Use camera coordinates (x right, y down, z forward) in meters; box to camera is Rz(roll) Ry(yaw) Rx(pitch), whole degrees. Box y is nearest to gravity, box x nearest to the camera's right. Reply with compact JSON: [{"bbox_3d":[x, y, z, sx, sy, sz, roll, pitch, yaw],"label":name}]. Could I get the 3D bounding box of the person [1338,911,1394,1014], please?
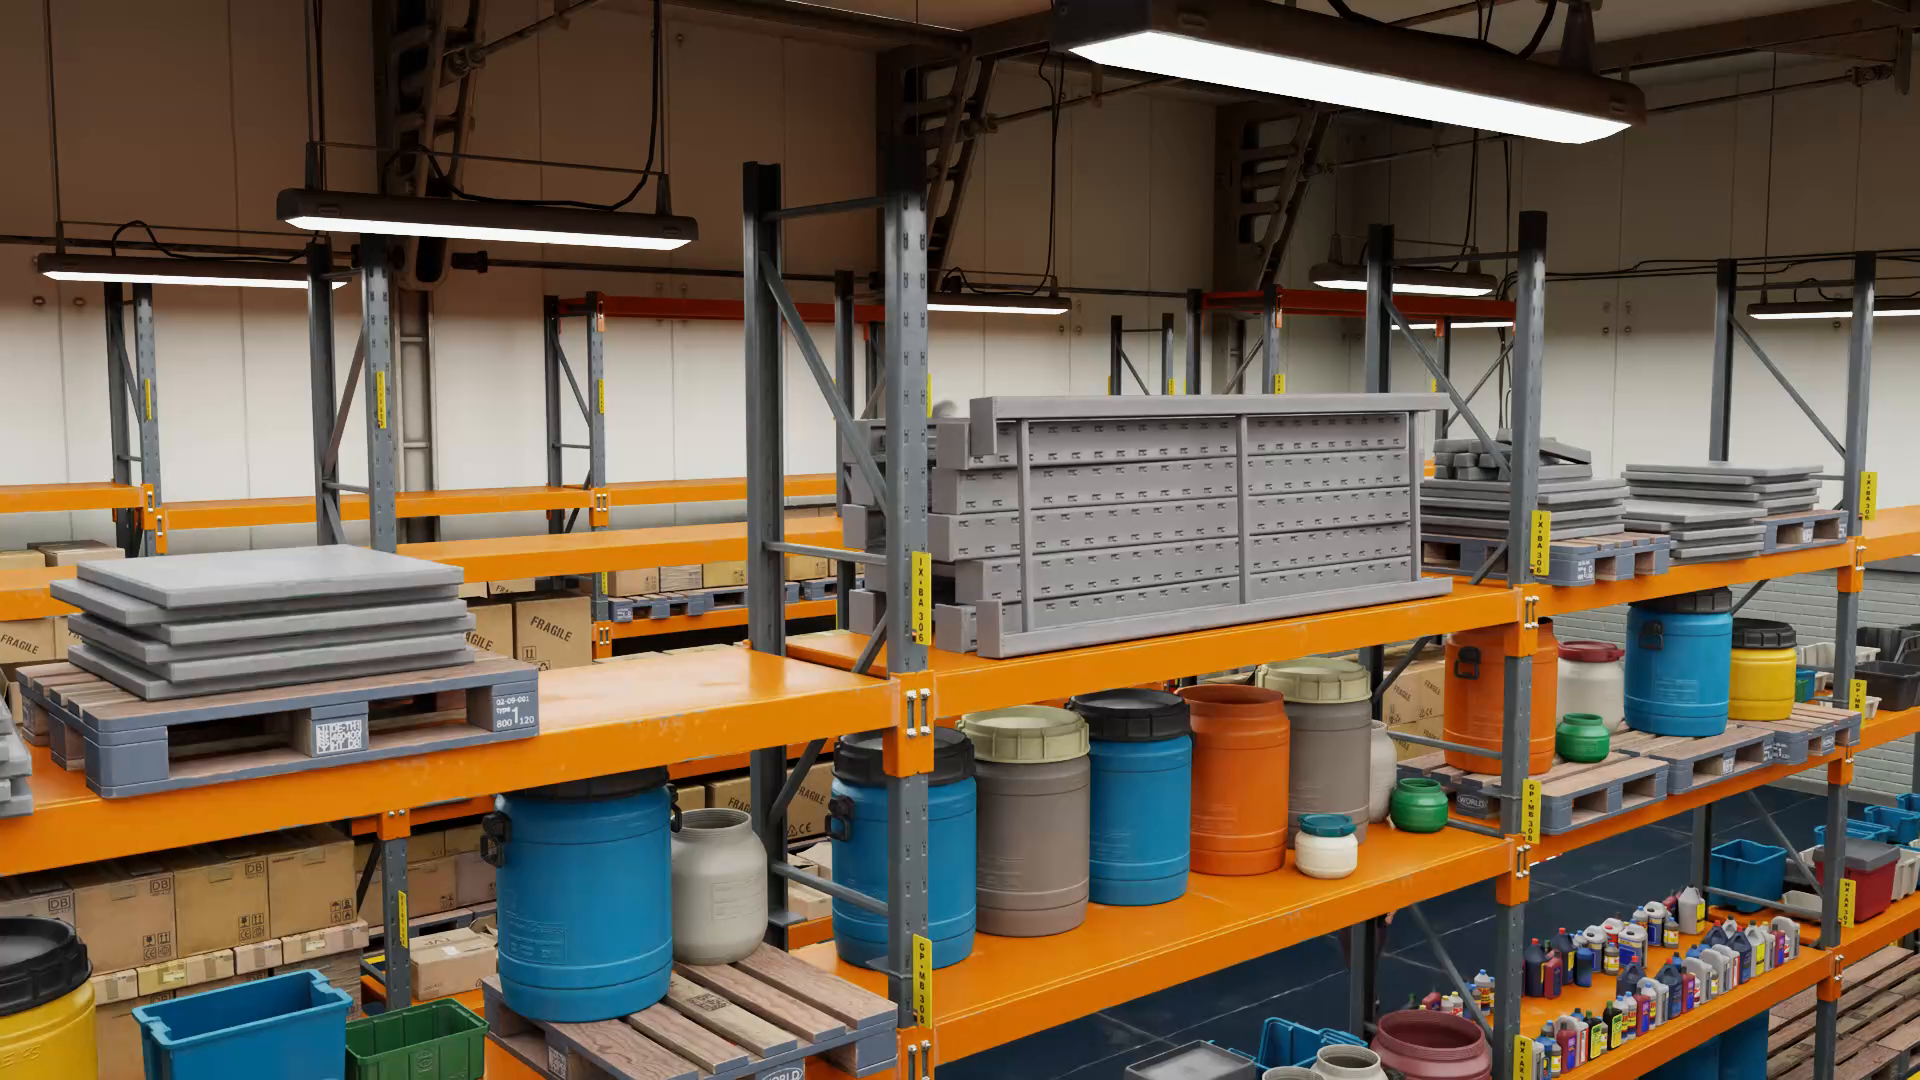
[{"bbox_3d":[3.142,3.060,13.029,0.643,1.773,0.747,5,7,40],"label":"person"}]
